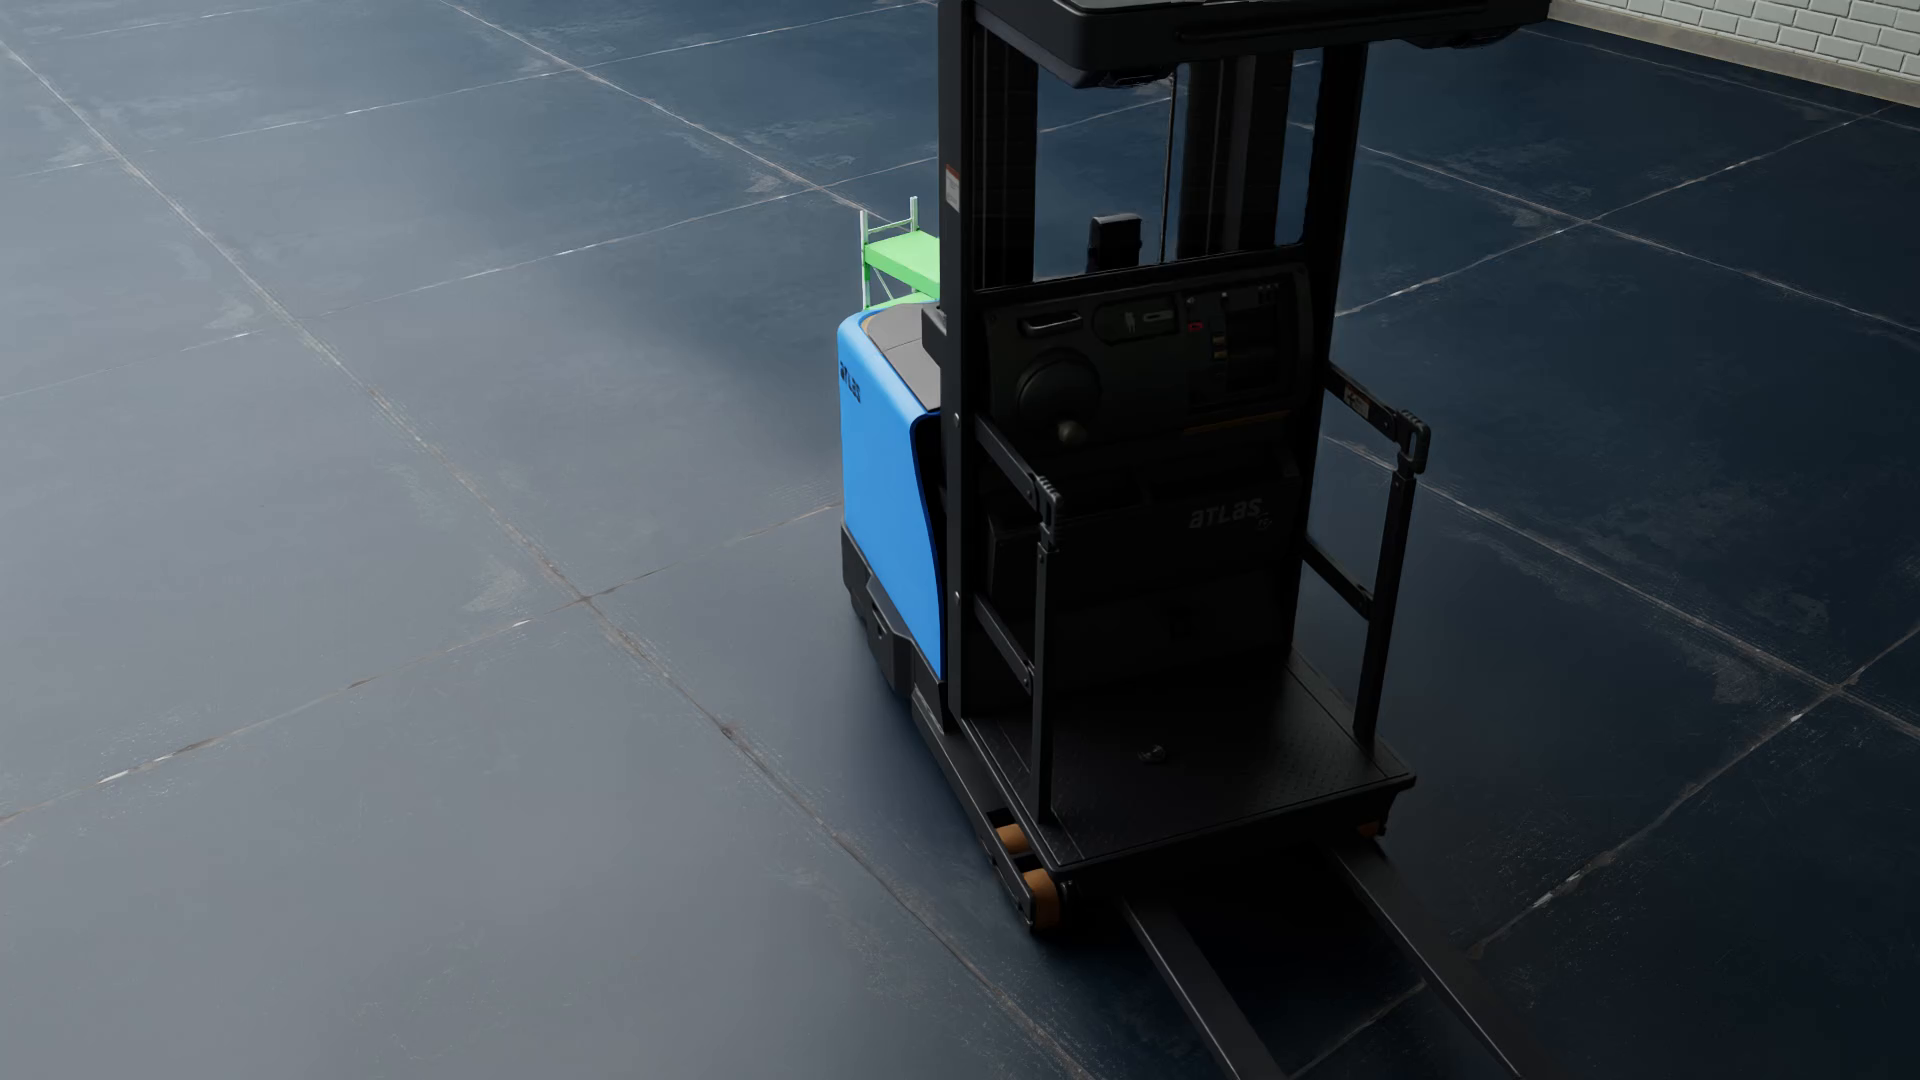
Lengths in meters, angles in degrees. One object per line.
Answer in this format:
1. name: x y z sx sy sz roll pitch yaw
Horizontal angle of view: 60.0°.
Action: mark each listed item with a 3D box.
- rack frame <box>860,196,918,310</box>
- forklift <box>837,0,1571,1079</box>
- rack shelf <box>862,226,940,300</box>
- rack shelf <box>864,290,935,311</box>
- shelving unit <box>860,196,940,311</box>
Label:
1. rack frame: -0.251 -0.680 6.208 0.240 1.200 0.015 -22 38 -31
2. forklift: 0.579 -0.432 4.167 1.130 2.935 3.031 -11 34 -17
3. rack shelf: -0.101 -0.932 5.825 0.258 0.148 0.480 -22 38 -31
4. rack shelf: -0.101 -0.728 5.952 0.258 0.148 0.480 -22 38 -31
5. shelving unit: -0.101 -0.579 6.045 0.258 1.200 0.503 -22 38 -31
